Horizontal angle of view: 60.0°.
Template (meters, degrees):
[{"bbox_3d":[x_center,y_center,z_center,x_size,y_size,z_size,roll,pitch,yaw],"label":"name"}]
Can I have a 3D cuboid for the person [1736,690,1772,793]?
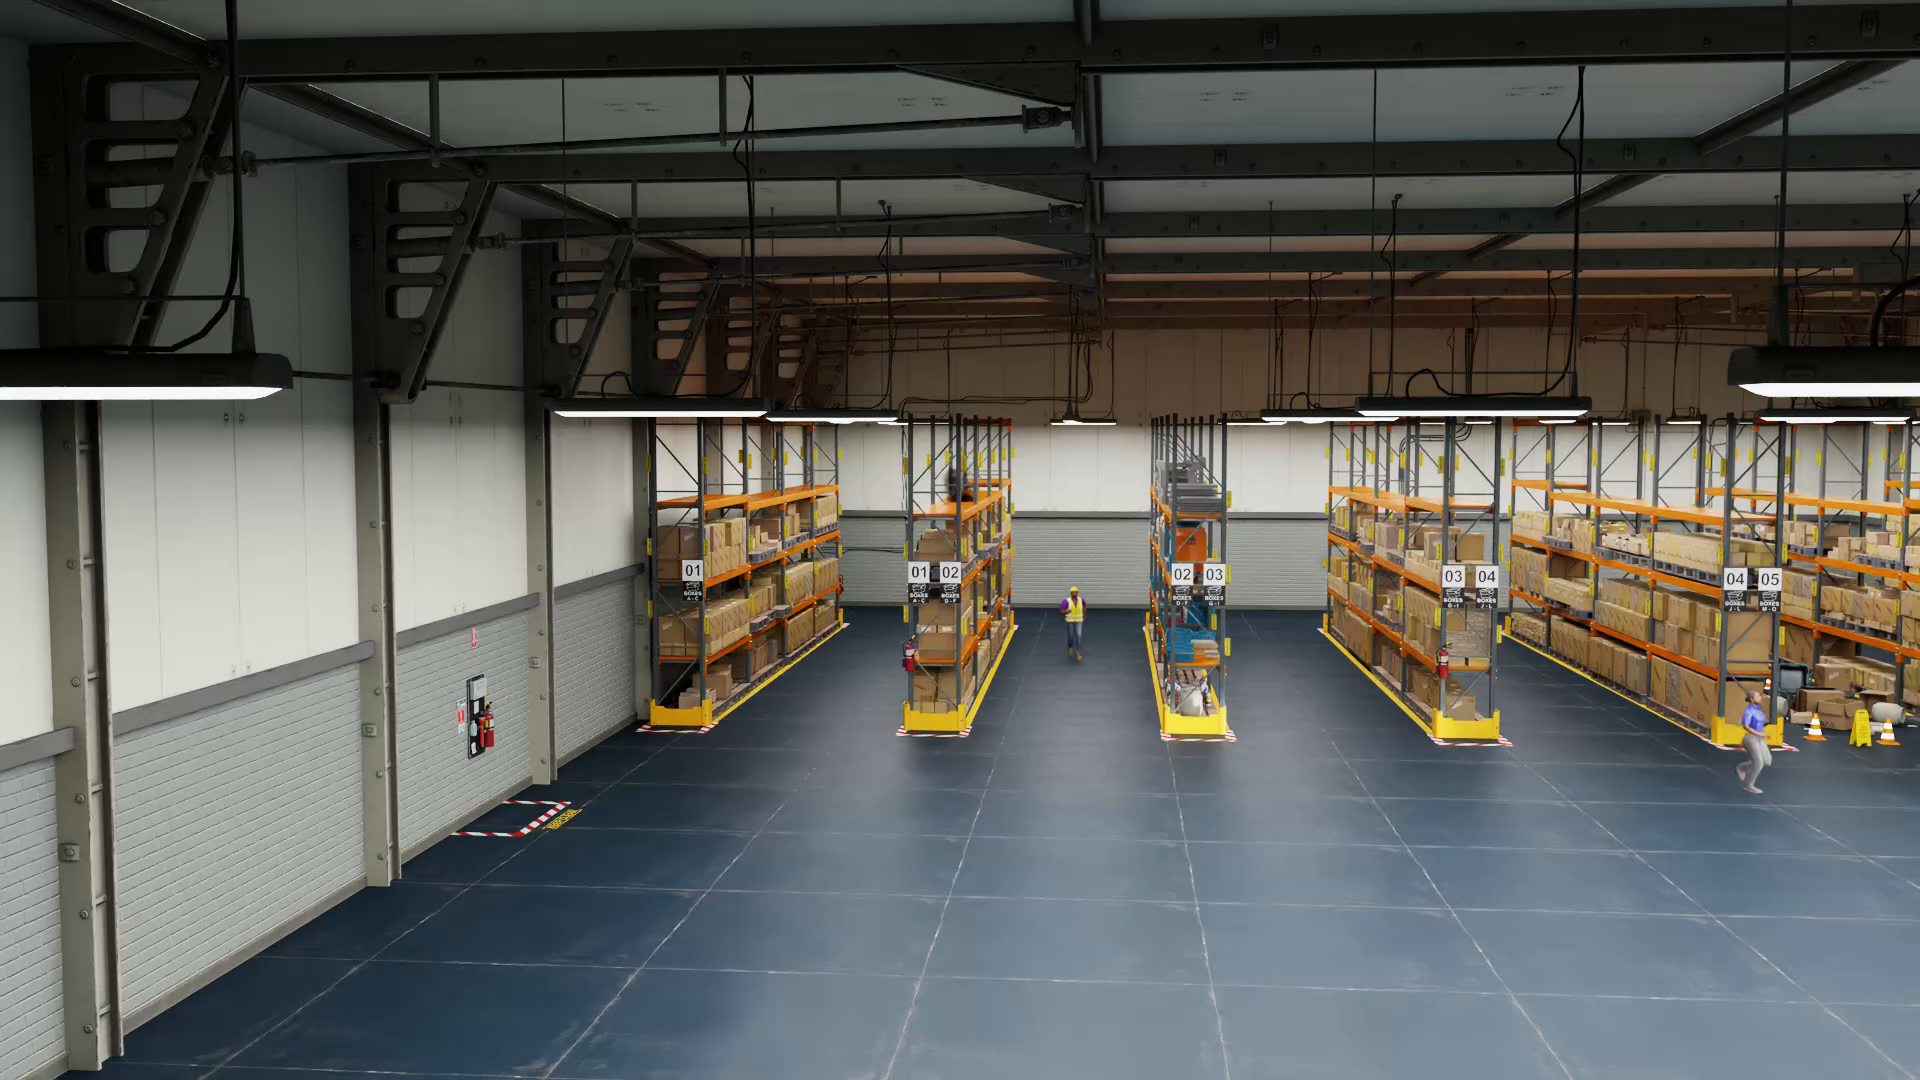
[{"bbox_3d":[12.505,3.166,26.167,0.536,1.615,0.575,4,5,43],"label":"person"}]

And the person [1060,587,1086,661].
[{"bbox_3d":[2.823,2.045,41.195,0.692,1.787,0.918,0,4,-5],"label":"person"}]

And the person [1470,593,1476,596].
[{"bbox_3d":[13.885,1.838,45.503,0.700,1.652,0.591,1,4,21],"label":"person"}]
